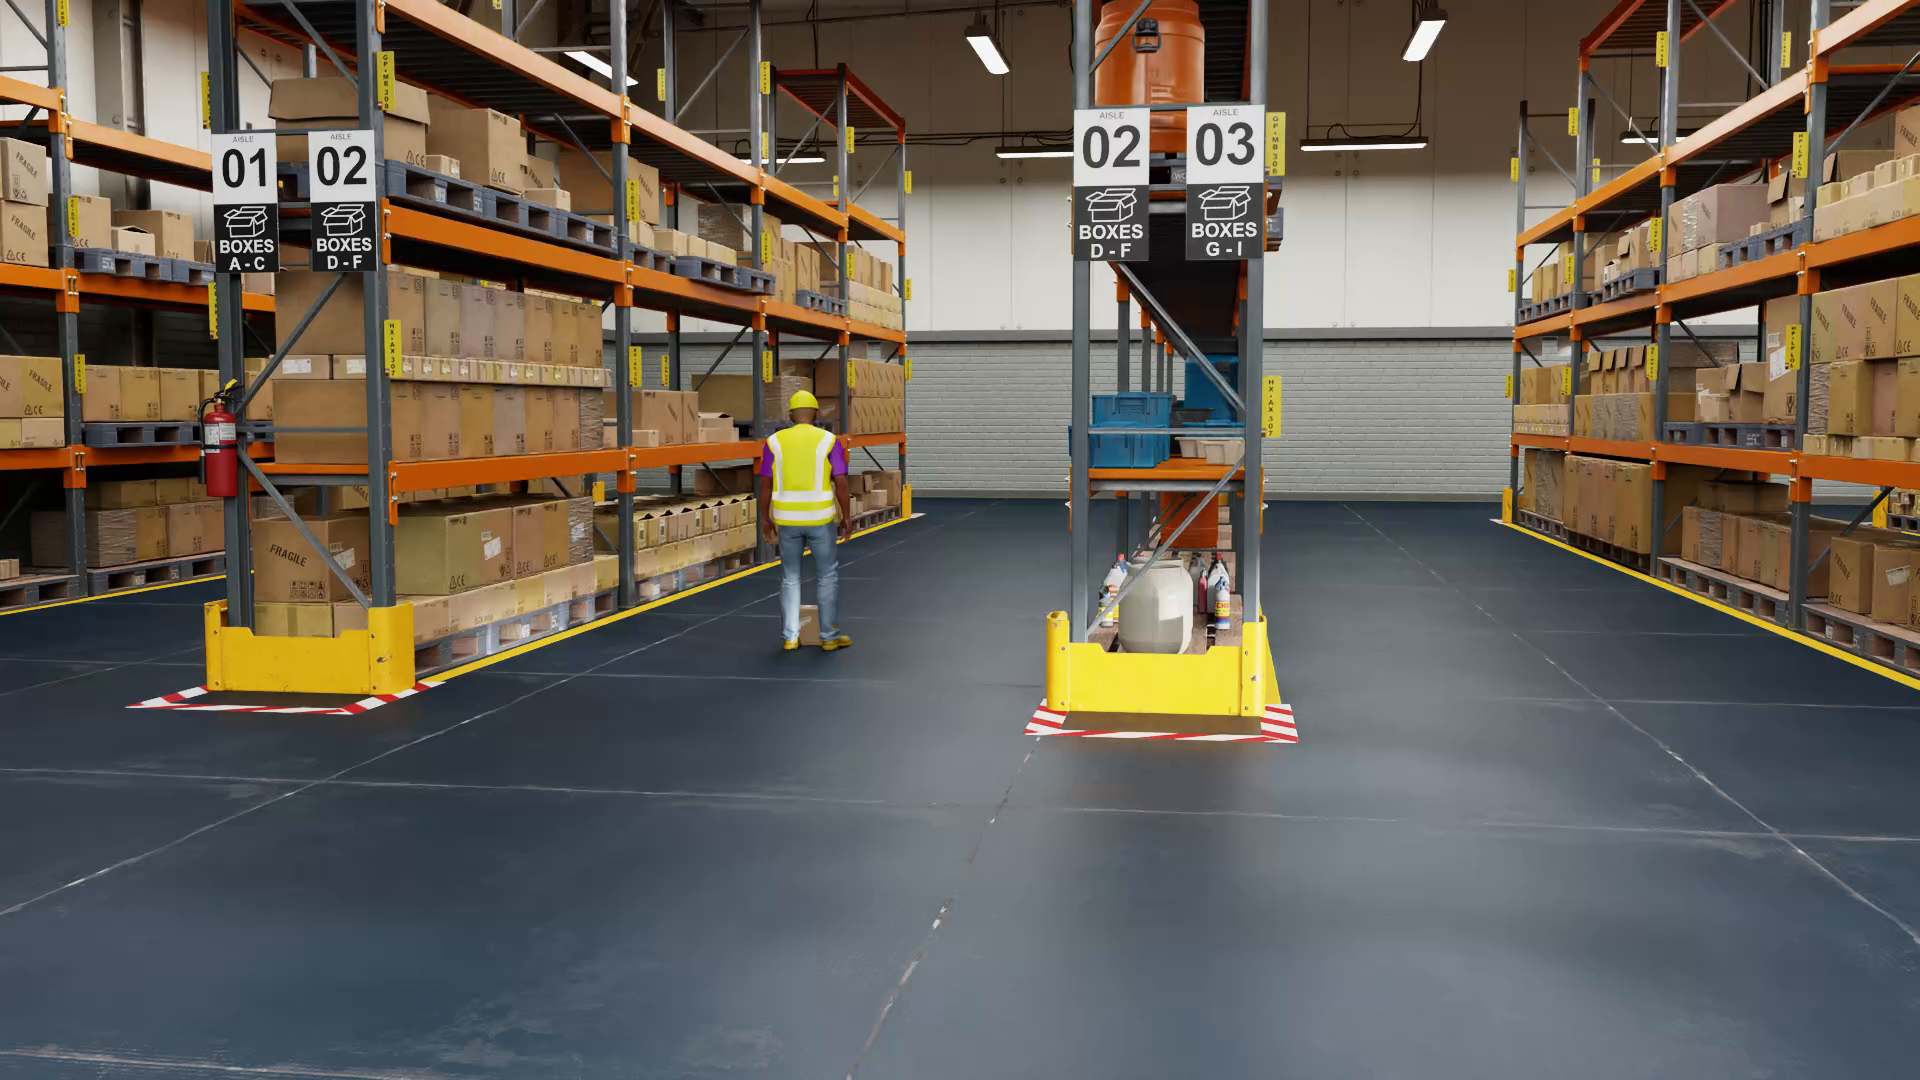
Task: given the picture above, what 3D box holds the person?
[{"bbox_3d":[-1.048,-0.139,11.333,0.628,1.759,0.462,0,4,6],"label":"person"}]
